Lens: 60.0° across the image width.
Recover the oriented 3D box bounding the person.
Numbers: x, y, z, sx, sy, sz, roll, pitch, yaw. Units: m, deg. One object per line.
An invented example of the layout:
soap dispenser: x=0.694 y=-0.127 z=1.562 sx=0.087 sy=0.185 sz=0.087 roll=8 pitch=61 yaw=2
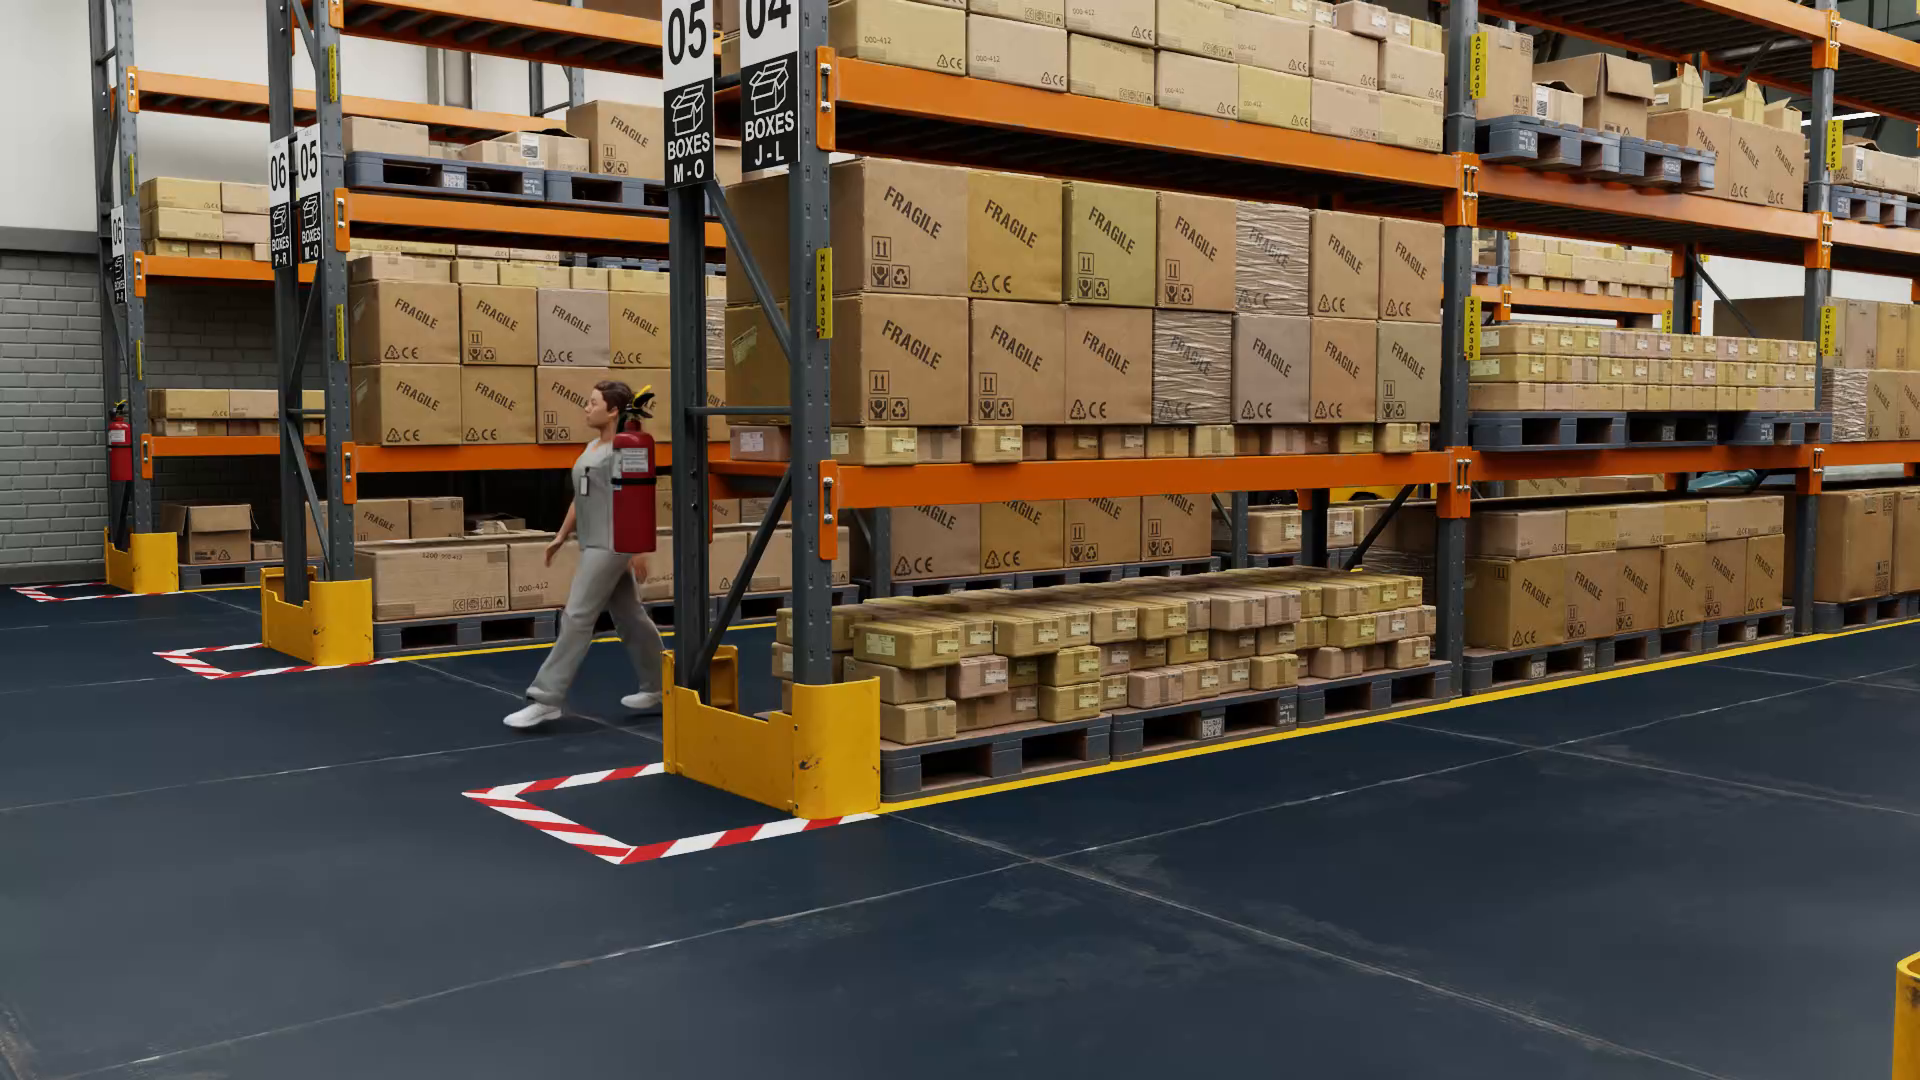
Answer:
person: x=-1.802 y=0.037 z=8.055 sx=0.943 sy=1.623 sz=0.474 roll=-3 pitch=5 yaw=-32
